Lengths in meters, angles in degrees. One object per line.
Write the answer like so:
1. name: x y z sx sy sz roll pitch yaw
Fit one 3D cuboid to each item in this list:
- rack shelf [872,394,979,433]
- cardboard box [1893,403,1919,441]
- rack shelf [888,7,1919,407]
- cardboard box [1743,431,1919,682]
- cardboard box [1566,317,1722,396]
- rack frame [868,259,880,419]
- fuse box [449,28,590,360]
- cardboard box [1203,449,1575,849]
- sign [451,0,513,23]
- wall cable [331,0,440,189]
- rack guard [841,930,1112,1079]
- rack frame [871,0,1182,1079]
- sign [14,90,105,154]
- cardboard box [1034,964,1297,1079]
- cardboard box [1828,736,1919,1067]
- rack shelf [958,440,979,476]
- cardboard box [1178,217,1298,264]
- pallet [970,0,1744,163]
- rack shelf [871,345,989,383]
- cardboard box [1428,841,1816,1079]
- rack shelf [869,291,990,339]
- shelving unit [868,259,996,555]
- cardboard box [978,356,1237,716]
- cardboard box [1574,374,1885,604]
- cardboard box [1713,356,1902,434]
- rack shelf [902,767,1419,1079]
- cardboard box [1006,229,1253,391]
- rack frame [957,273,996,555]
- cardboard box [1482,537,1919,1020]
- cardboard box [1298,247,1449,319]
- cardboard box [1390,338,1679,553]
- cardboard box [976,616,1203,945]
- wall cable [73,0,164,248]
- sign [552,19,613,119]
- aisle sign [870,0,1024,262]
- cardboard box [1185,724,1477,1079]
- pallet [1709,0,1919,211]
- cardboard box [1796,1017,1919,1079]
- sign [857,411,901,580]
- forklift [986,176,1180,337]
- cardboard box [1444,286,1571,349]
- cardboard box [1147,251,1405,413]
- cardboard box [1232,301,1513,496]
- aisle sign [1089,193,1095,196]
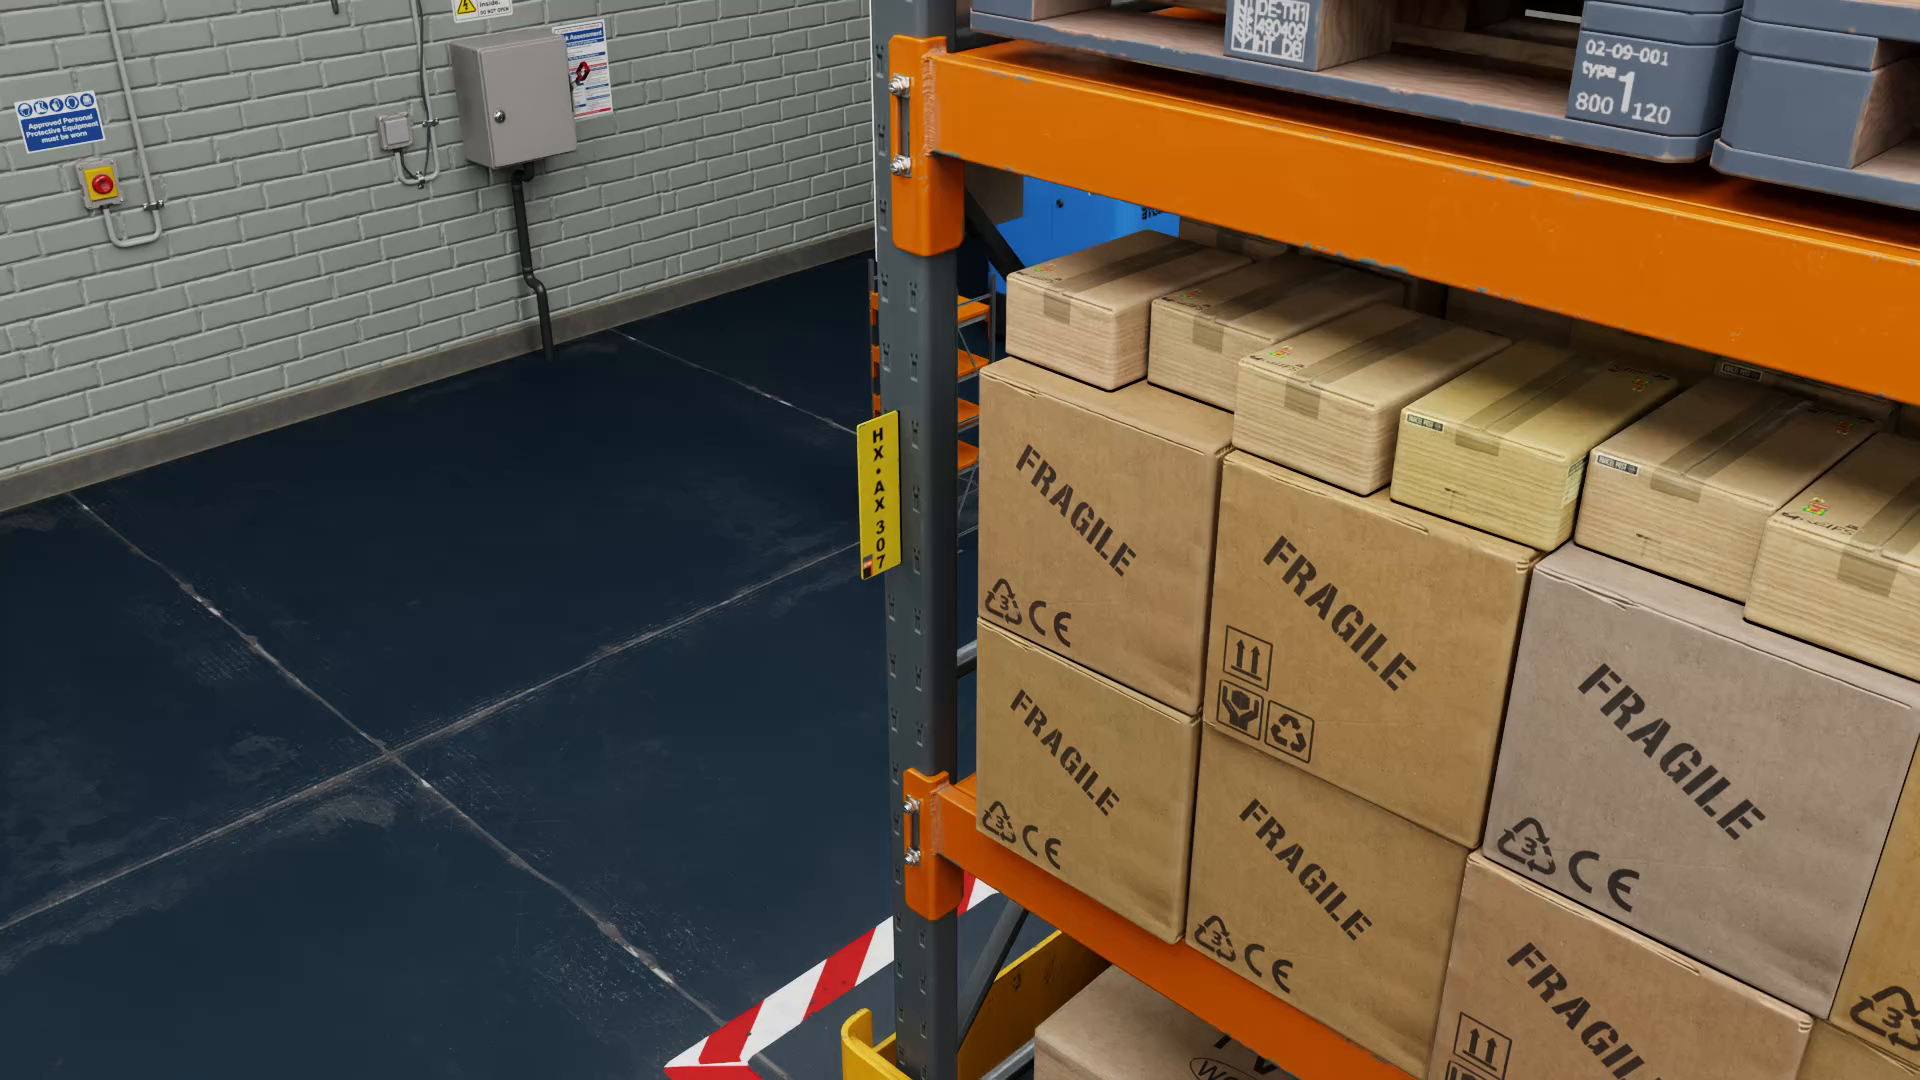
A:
1. rack shelf: -0.118 -0.526 7.105 0.480 0.148 0.258 25 36 38
2. cardboard box: 1.584 -0.172 2.475 0.380 0.149 0.250 -24 36 -38
3. rack shelf: 1.666 -0.203 1.964 4.000 0.370 1.077 25 36 38
4. cardboard box: 1.214 0.015 2.119 0.380 0.149 0.250 -25 37 -39
5. cardboard box: 1.228 -0.343 2.801 0.380 0.149 0.250 -24 36 -38
6. rack frame: -0.292 -0.665 7.225 0.015 1.200 0.240 25 36 38
7. fuse box: -2.221 -1.758 8.755 0.414 1.711 0.539 25 36 38
8. cardboard box: 0.756 0.084 2.686 0.500 0.500 0.500 23 36 37
9. sign: -2.407 -2.743 8.356 0.001 0.242 0.339 25 36 38
10. wall cable: -2.811 -2.603 7.886 0.122 1.984 0.588 25 36 38
11. rack guard: 0.223 1.252 4.332 0.348 0.500 1.175 25 36 38
12. rack frame: 0.240 0.153 3.736 0.127 3.000 1.000 25 36 38
13. sign: -3.875 -1.802 7.164 0.001 0.218 0.327 25 36 38
14. cardboard box: 0.781 1.284 3.888 0.875 0.438 0.875 23 36 37
15. cardboard box: 1.485 0.412 2.062 0.500 0.500 0.500 25 37 39
16. rack shelf: -0.118 -0.350 7.197 0.480 0.148 0.258 25 36 38
17. cardboard box: 0.636 -0.570 3.232 0.380 0.149 0.250 -25 36 -39
18. pallet: 0.776 -0.897 2.604 1.213 0.211 1.003 25 36 38
19. rack shelf: -0.118 -0.724 7.001 0.480 0.148 0.258 25 36 38
20. cardboard box: 1.111 0.689 2.610 0.500 0.500 0.500 24 36 38
21. rack shelf: -0.118 -0.933 6.891 0.480 0.148 0.258 25 36 38
22. shelving unit: -0.118 -0.585 7.073 0.503 1.200 0.258 25 36 38
23. cardboard box: 0.382 -0.082 3.002 0.500 0.500 0.500 24 36 37
24. cardboard box: 1.065 -0.080 2.301 0.380 0.149 0.250 -25 37 -39
25. cardboard box: 1.365 -0.234 2.594 0.250 0.149 0.380 24 36 38
26. rack shelf: 1.666 1.124 2.662 4.000 0.370 1.077 25 36 38
27. cardboard box: 0.299 -0.413 2.934 0.380 0.149 0.250 -24 36 -38
28. rack frame: 0.056 -0.505 6.922 0.015 1.200 0.240 25 36 38
29. cardboard box: 1.128 0.249 2.371 0.500 0.500 0.500 24 36 38
30. cardboard box: 0.834 -0.495 3.090 0.380 0.149 0.250 -25 36 -38
31. cardboard box: 0.841 -0.148 2.430 0.250 0.149 0.380 23 36 37
32. cardboard box: 0.381 0.361 3.233 0.500 0.500 0.500 24 36 38
33. wall cable: -3.797 -2.142 6.976 0.123 1.953 0.585 25 36 38
34. sign: -2.022 -2.518 8.917 0.001 0.494 0.329 25 36 38
35. aisle sign: -0.015 -0.925 2.992 0.004 0.787 0.394 25 36 38
36. cardboard box: 0.761 0.517 2.937 0.500 0.500 0.500 24 36 38
37. pallet: 1.650 -0.498 1.847 1.213 0.211 1.003 25 36 38
38. cardboard box: 1.480 0.847 2.310 0.500 0.500 0.500 -24 36 -38
39. sign: -0.154 -0.083 3.169 0.005 0.325 0.100 25 36 38
40. forklift: 1.545 -2.755 9.340 3.031 2.935 1.130 -25 37 -39
41. cardboard box: 1.077 -0.439 2.983 0.250 0.149 0.380 24 36 38
42. cardboard box: 0.536 -0.351 2.816 0.380 0.149 0.250 -24 36 -38
43. cardboard box: 0.641 -0.228 2.582 0.380 0.149 0.250 -24 36 -38
44. aisle sign: 0.406 -1.124 3.371 0.004 0.787 0.394 25 36 38
